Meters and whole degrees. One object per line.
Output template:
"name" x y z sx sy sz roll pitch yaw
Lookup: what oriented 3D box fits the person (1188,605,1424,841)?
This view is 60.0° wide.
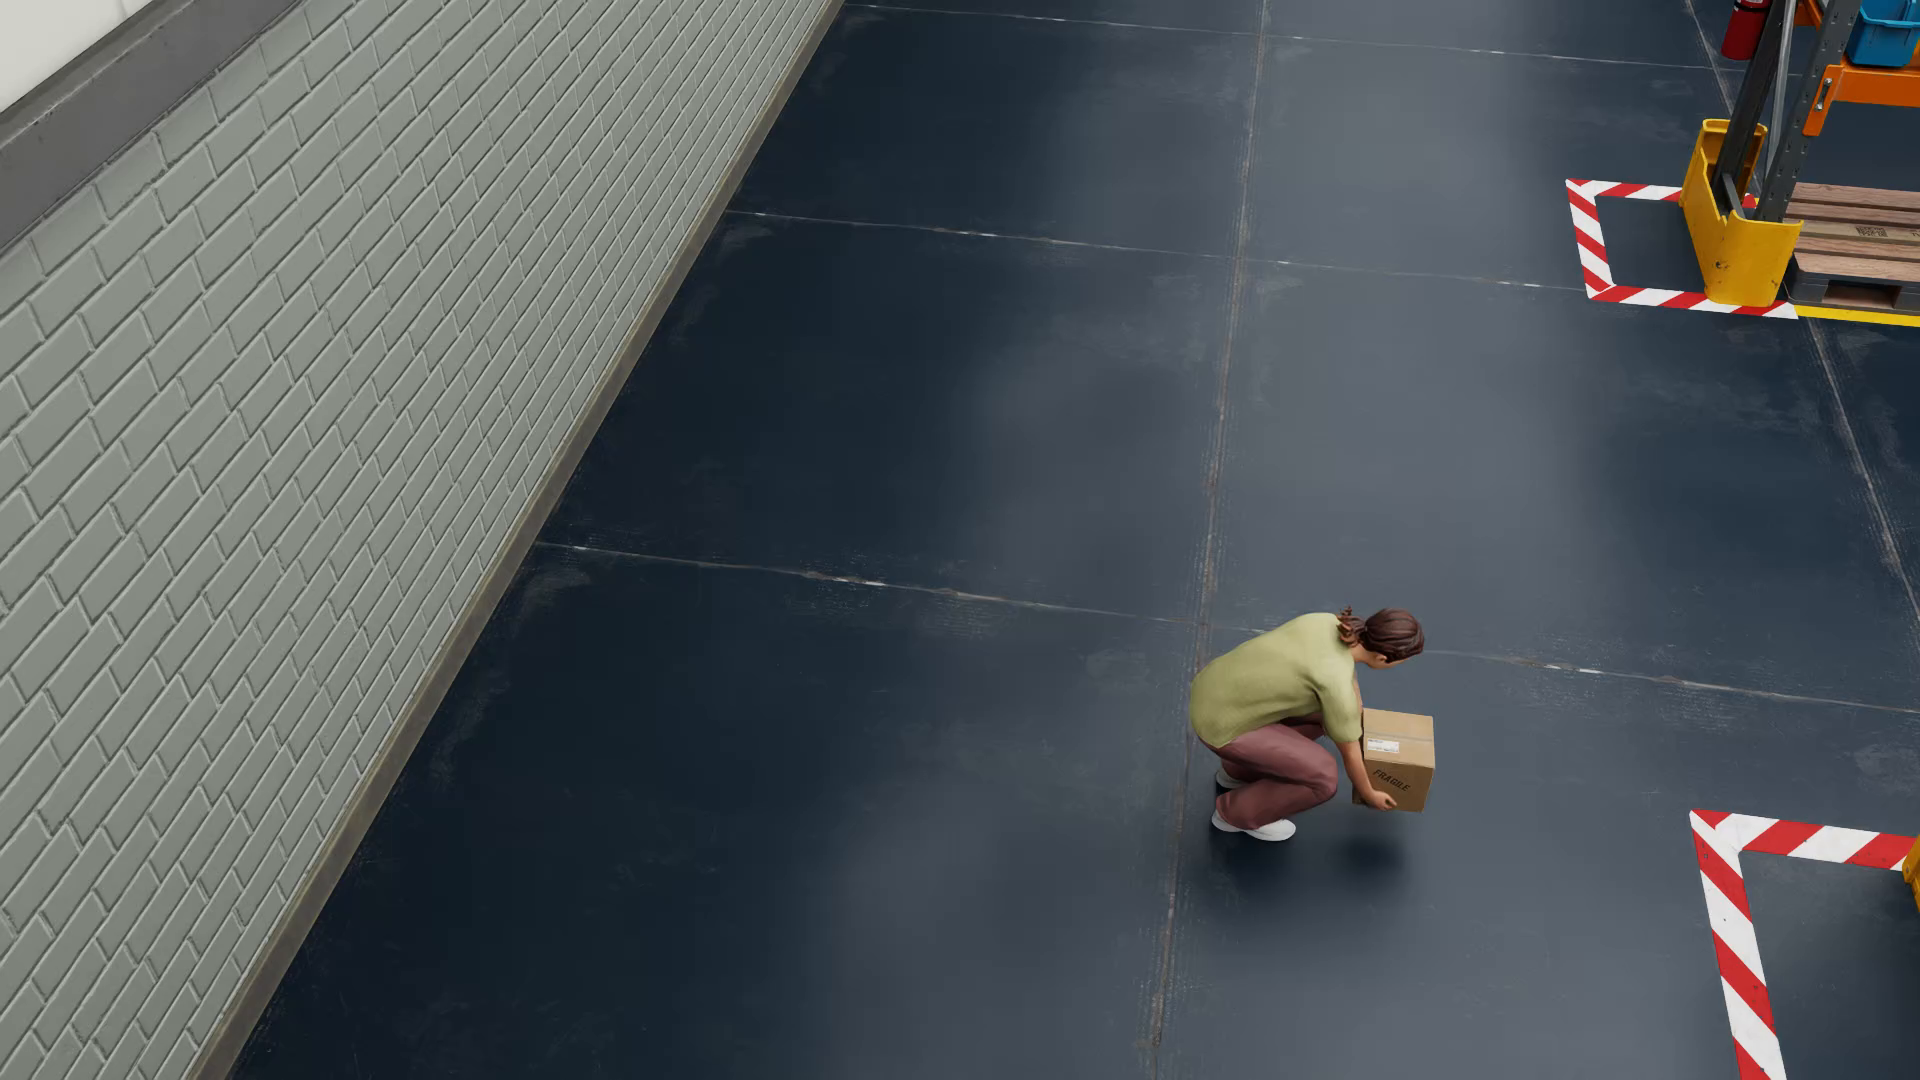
"person" 1.211 0.628 5.981 0.774 0.958 0.497 6 41 7
